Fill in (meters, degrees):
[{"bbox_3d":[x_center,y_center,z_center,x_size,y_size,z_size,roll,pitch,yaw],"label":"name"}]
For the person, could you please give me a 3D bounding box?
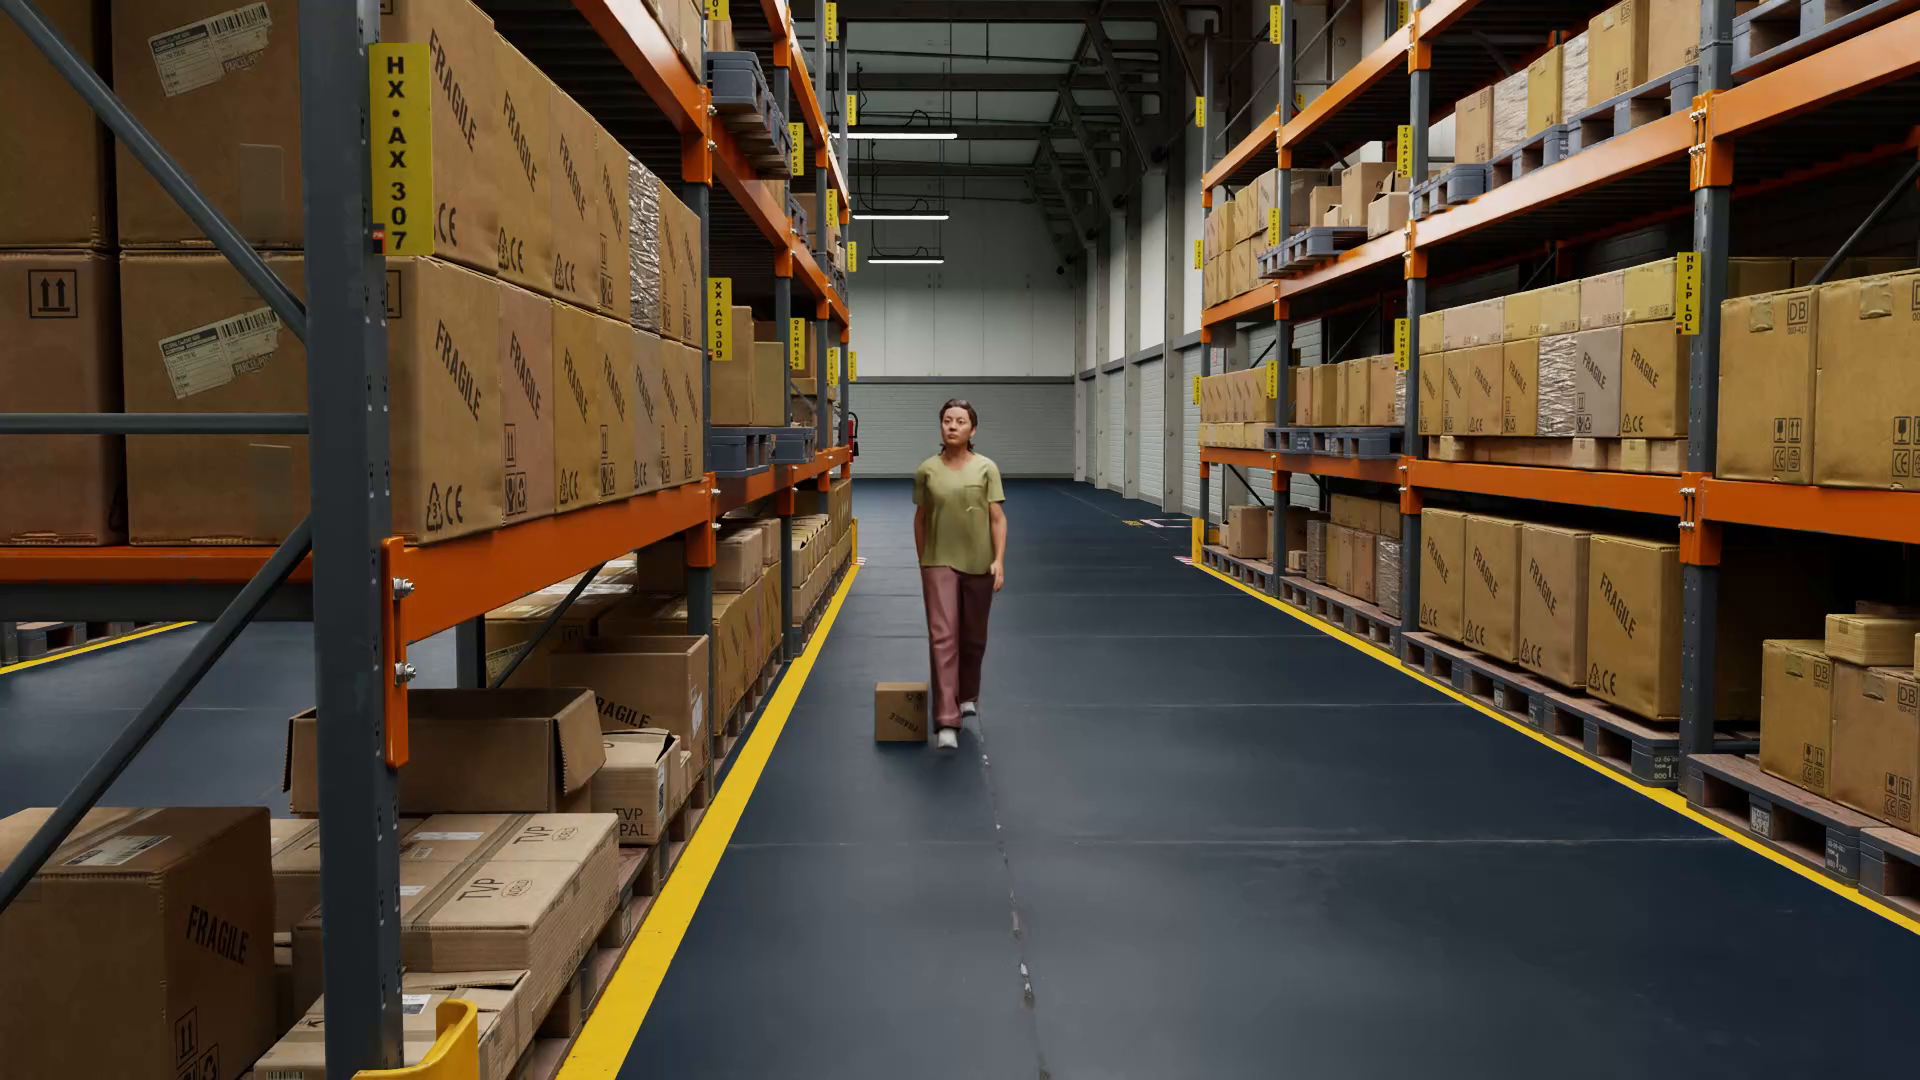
[{"bbox_3d":[0.003,0.135,7.958,0.443,1.621,1.020,0,4,-5],"label":"person"}]
